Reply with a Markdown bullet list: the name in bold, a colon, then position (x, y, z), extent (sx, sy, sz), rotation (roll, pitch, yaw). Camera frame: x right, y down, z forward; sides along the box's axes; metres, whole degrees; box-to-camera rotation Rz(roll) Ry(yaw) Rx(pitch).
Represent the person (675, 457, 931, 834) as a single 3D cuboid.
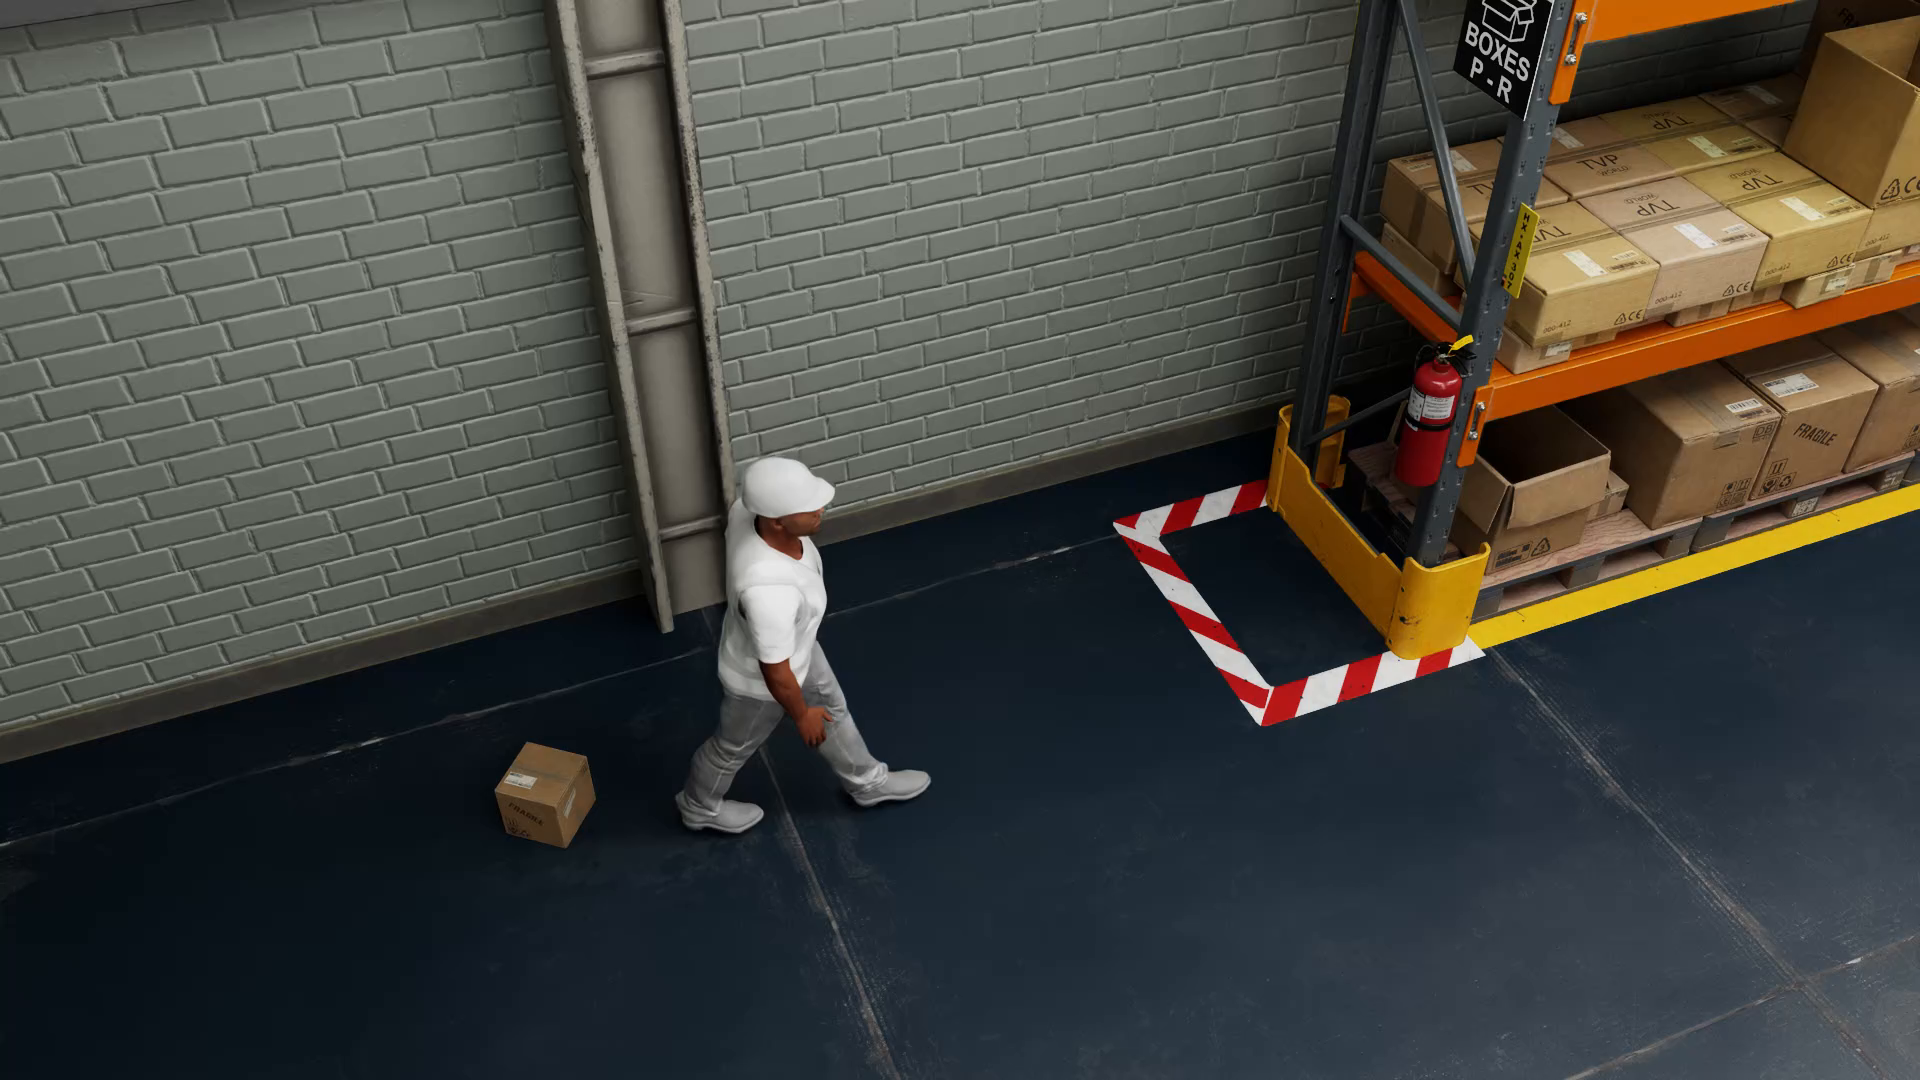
- **person**: position (-0.584, 0.405, 5.671), extent (0.944, 1.711, 0.605), rotation (0, 42, 0)
